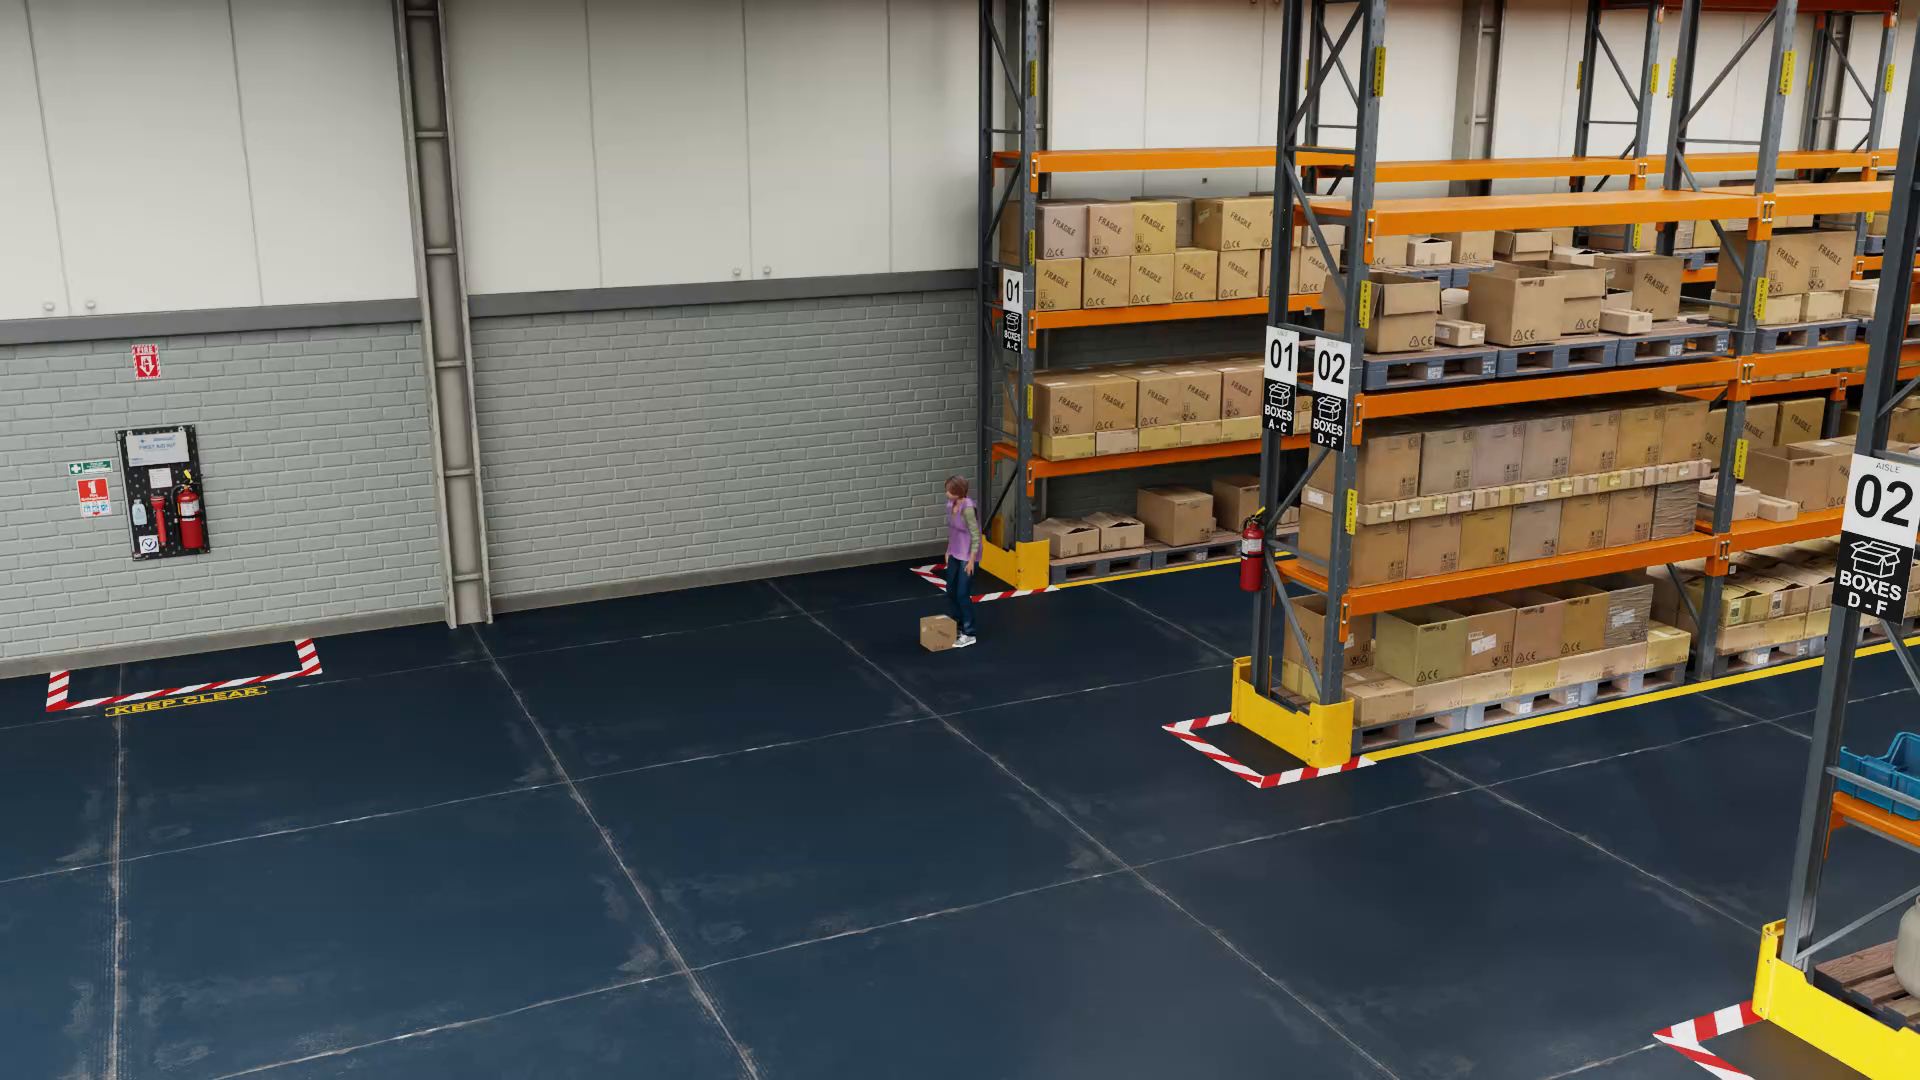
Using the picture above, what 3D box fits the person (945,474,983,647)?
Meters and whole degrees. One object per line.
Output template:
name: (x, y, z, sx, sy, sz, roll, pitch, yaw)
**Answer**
person: (0.014, 0.172, 15.119, 0.346, 1.592, 0.474, -8, 18, -28)
